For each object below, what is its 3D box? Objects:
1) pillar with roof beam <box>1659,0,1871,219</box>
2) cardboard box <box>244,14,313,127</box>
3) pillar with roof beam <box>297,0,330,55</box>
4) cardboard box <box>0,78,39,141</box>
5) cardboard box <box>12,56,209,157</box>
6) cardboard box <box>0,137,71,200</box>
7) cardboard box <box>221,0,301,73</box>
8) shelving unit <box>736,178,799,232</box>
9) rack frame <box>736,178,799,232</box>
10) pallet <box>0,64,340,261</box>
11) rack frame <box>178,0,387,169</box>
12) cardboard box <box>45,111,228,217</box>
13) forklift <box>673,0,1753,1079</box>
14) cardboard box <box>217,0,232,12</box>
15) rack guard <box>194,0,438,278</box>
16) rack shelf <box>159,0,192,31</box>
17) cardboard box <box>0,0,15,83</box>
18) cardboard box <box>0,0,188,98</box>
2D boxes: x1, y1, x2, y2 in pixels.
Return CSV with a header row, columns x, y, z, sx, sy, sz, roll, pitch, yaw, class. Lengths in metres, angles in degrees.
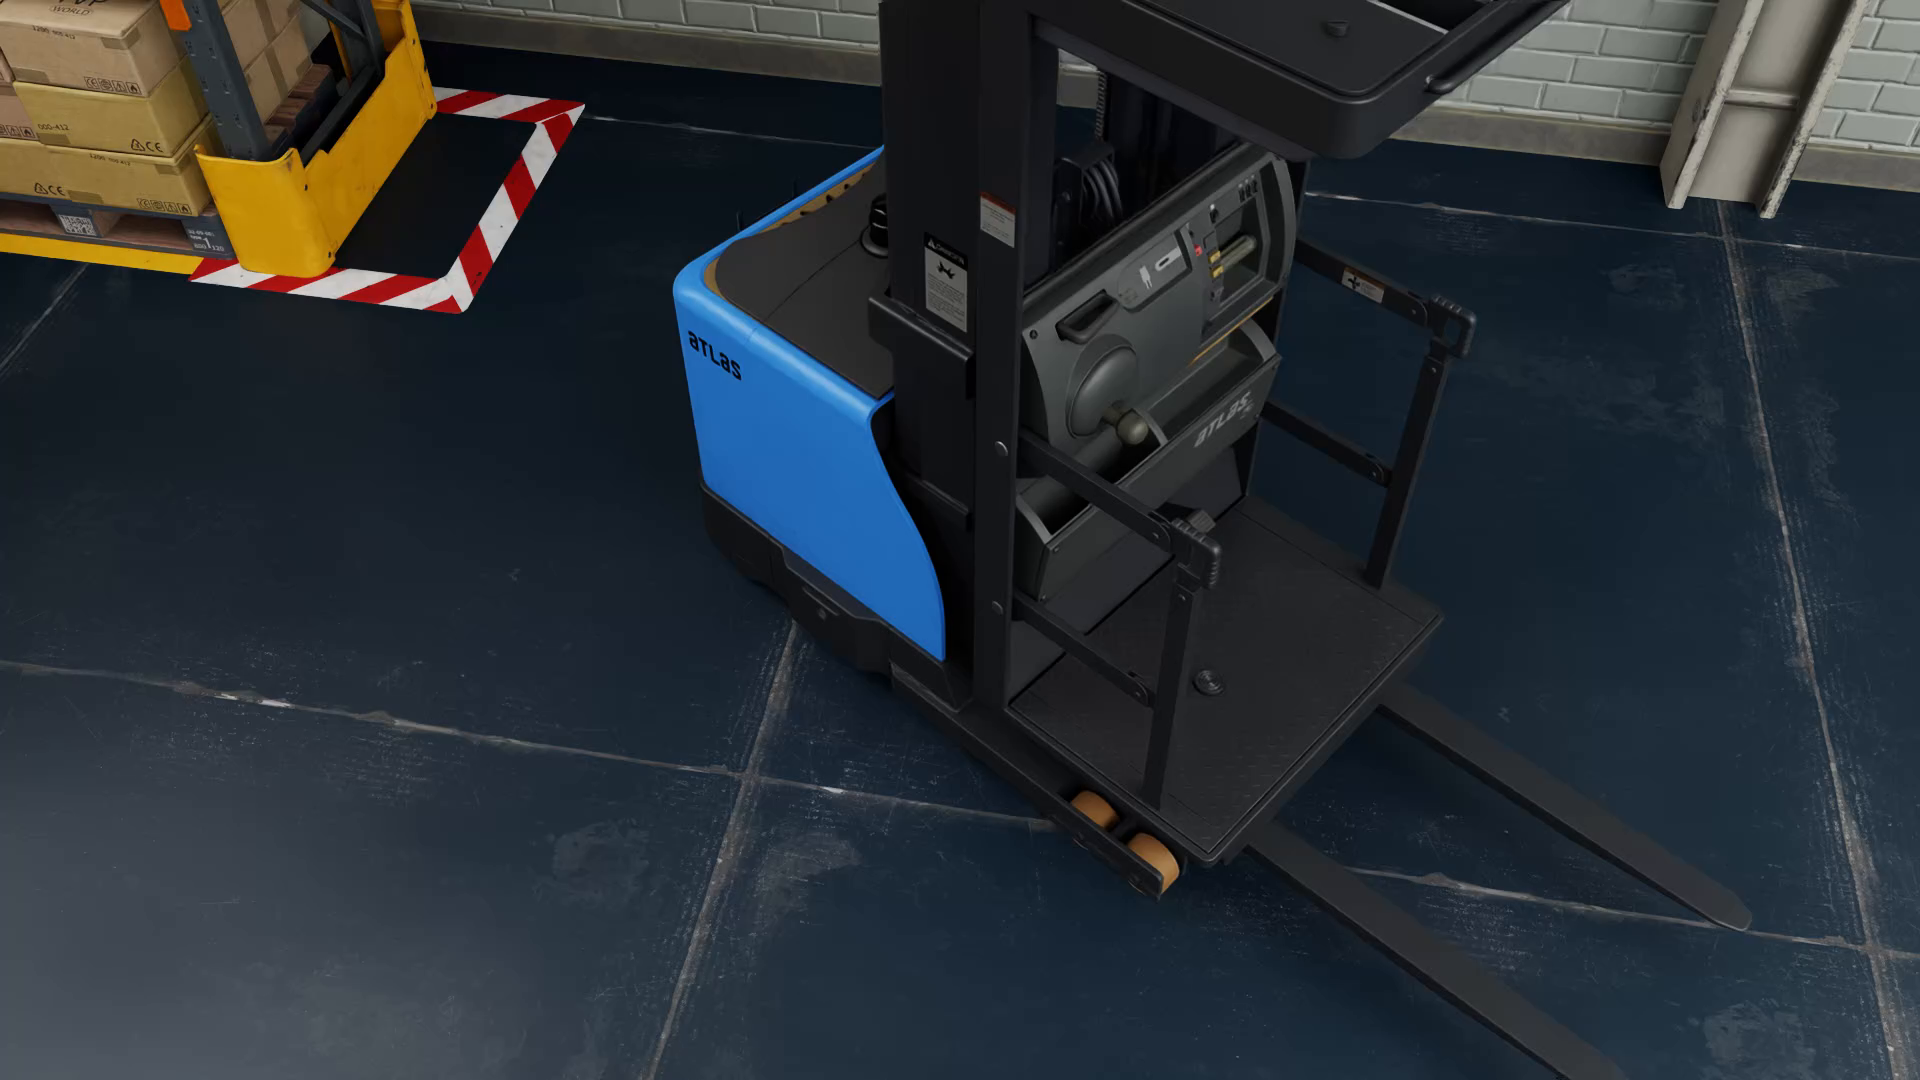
x,y,z,sx,sy,sz,roll,pitch,yaw,class
2.177,-1.223,0.299,0.400,9.000,9.100,8,49,7,pillar with roof beam
-2.885,-1.841,6.454,0.500,0.250,0.500,8,49,7,cardboard box
-3.727,-2.017,1.013,0.400,9.000,9.100,8,49,7,pillar with roof beam
-3.463,-1.709,6.000,0.500,0.250,0.500,7,48,6,cardboard box
-2.971,-1.635,5.933,0.500,0.250,0.500,7,48,6,cardboard box
-3.443,-1.536,6.180,0.500,0.250,0.500,8,49,7,cardboard box
-2.862,-2.014,6.273,0.500,0.250,0.500,8,49,8,cardboard box
-0.501,-0.675,5.252,0.210,0.900,0.258,35,57,27,shelving unit
-0.576,-0.727,5.298,0.006,0.900,0.240,35,57,27,rack frame
-3.197,-1.550,6.501,1.213,0.211,1.003,8,49,7,pallet
-2.437,-2.411,5.400,0.127,3.000,1.000,8,49,7,rack frame
-2.955,-1.464,6.115,0.500,0.250,0.500,8,49,7,cardboard box
0.630,-0.486,3.716,3.031,2.935,1.130,35,57,27,forklift
-2.876,-2.169,6.076,0.500,0.250,0.500,7,48,6,cardboard box
-2.413,-1.573,6.327,0.348,0.500,1.175,8,49,7,rack guard
-4.405,-2.435,5.905,4.000,0.370,1.077,8,49,7,rack shelf
-3.449,-1.863,5.801,0.500,0.250,0.500,8,49,8,cardboard box
-2.945,-1.799,5.744,0.500,0.250,0.500,9,49,8,cardboard box
